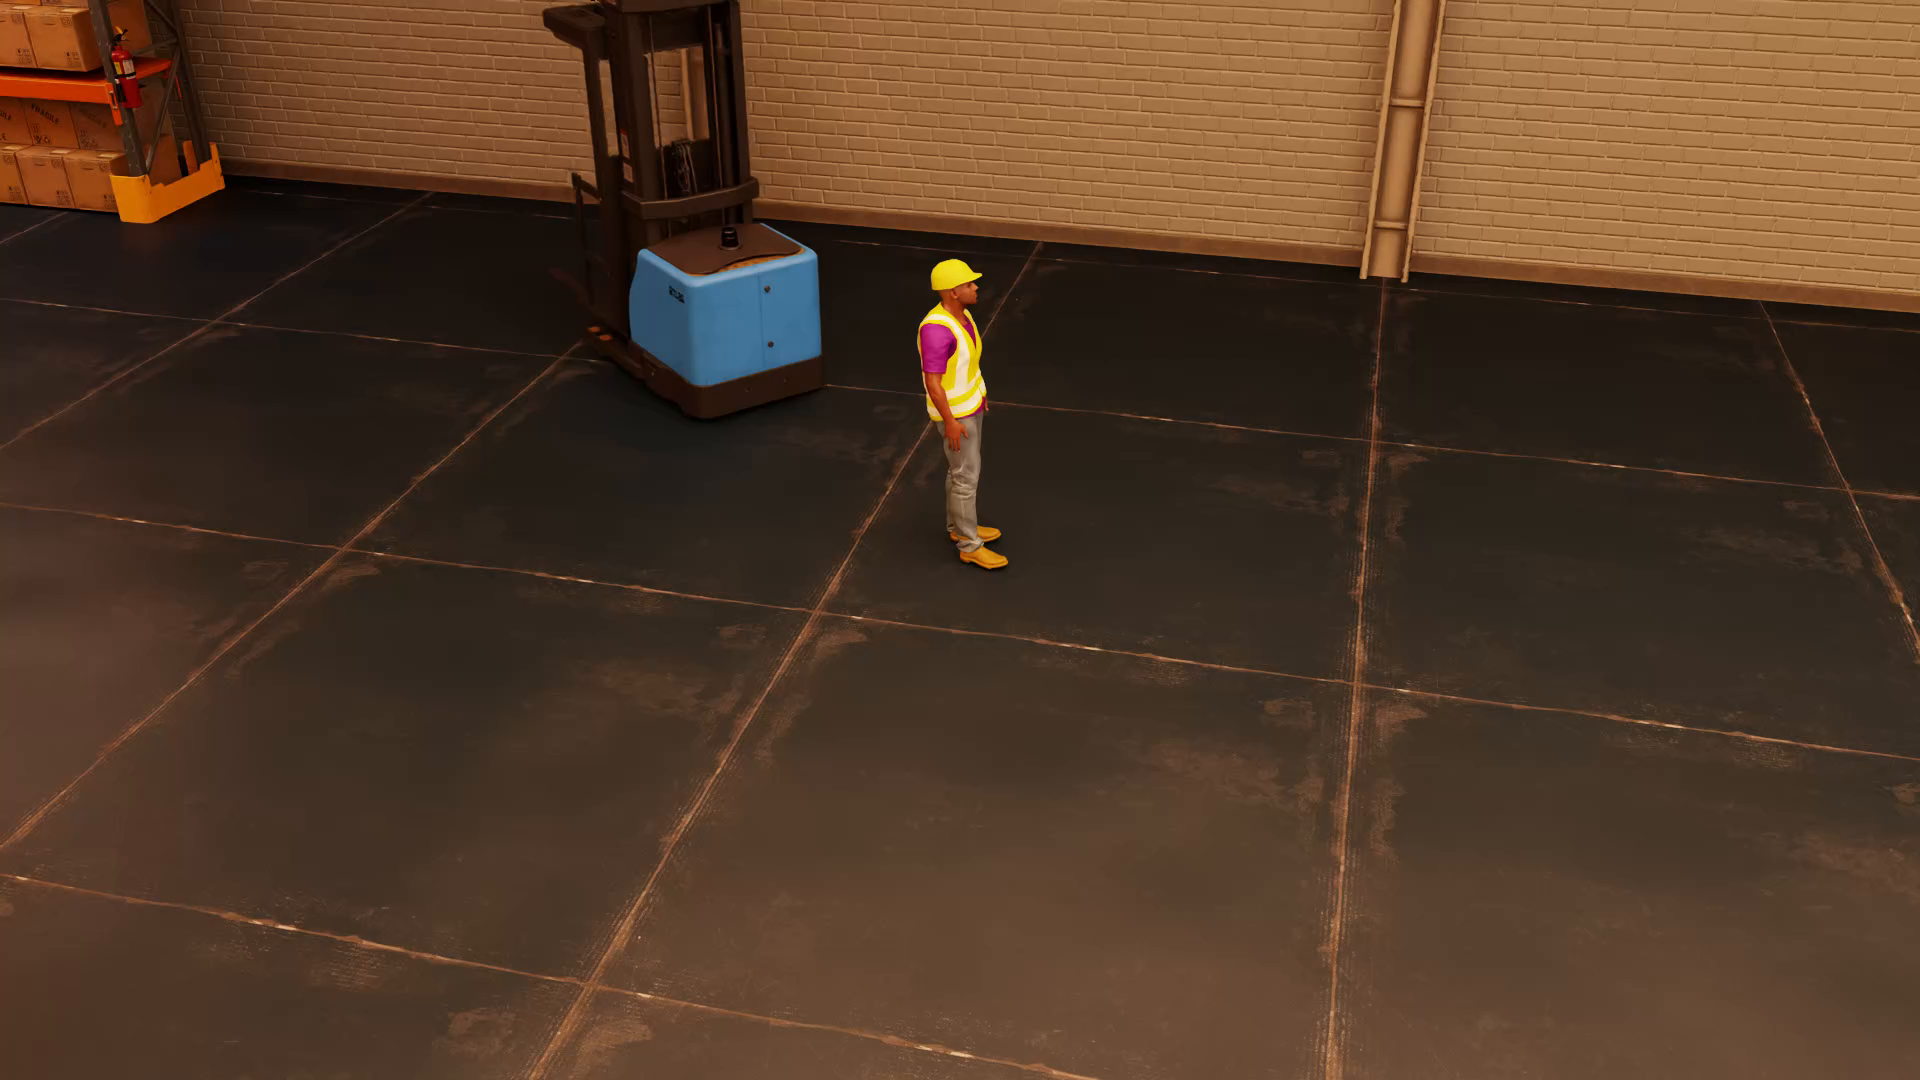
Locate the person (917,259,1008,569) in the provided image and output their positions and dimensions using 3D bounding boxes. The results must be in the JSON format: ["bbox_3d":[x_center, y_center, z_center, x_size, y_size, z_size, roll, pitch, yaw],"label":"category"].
[{"bbox_3d":[0.066,-0.764,9.685,0.577,1.765,0.666,7,30,12],"label":"person"}]

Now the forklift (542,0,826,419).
[{"bbox_3d":[-2.231,-2.787,12.089,1.130,2.935,3.031,-19,35,-30],"label":"forklift"}]
